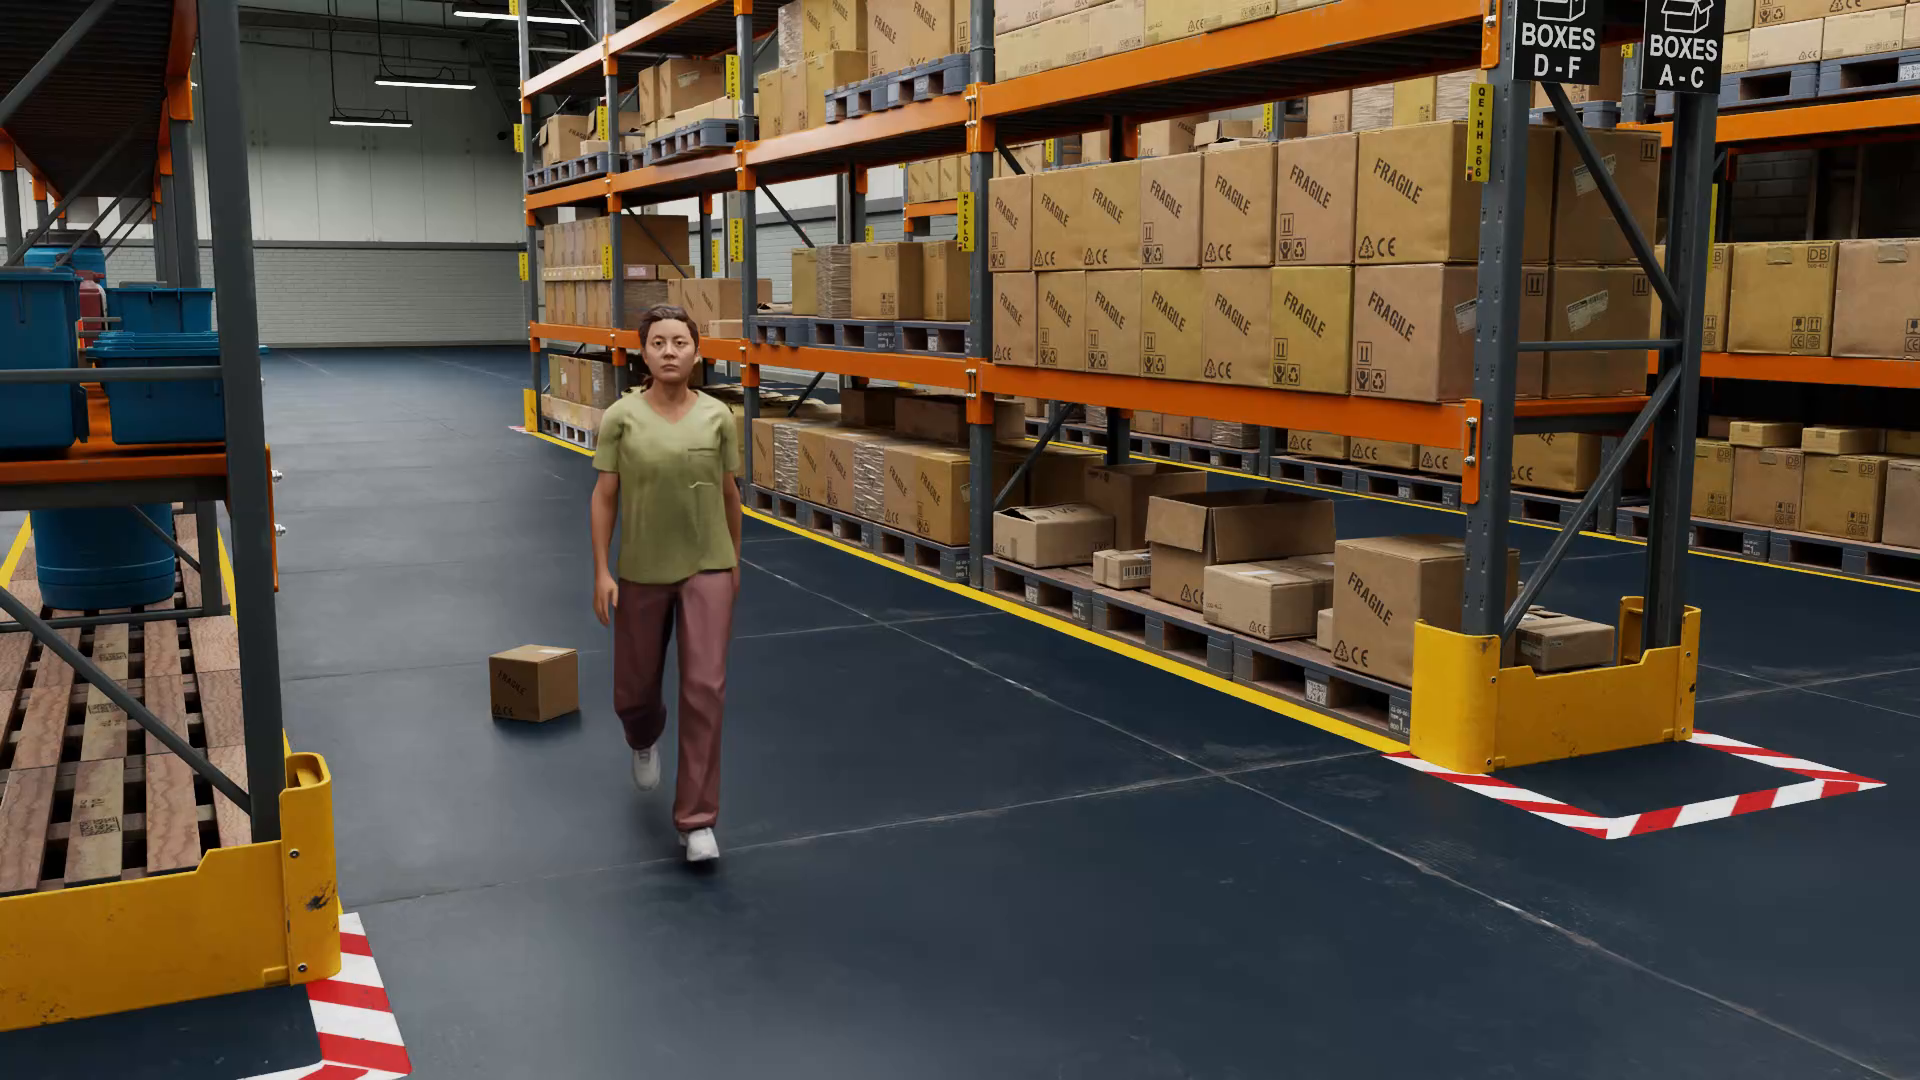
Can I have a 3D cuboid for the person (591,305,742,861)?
[{"bbox_3d":[-0.900,0.127,5.148,0.464,1.585,0.829,-2,9,-12],"label":"person"}]
